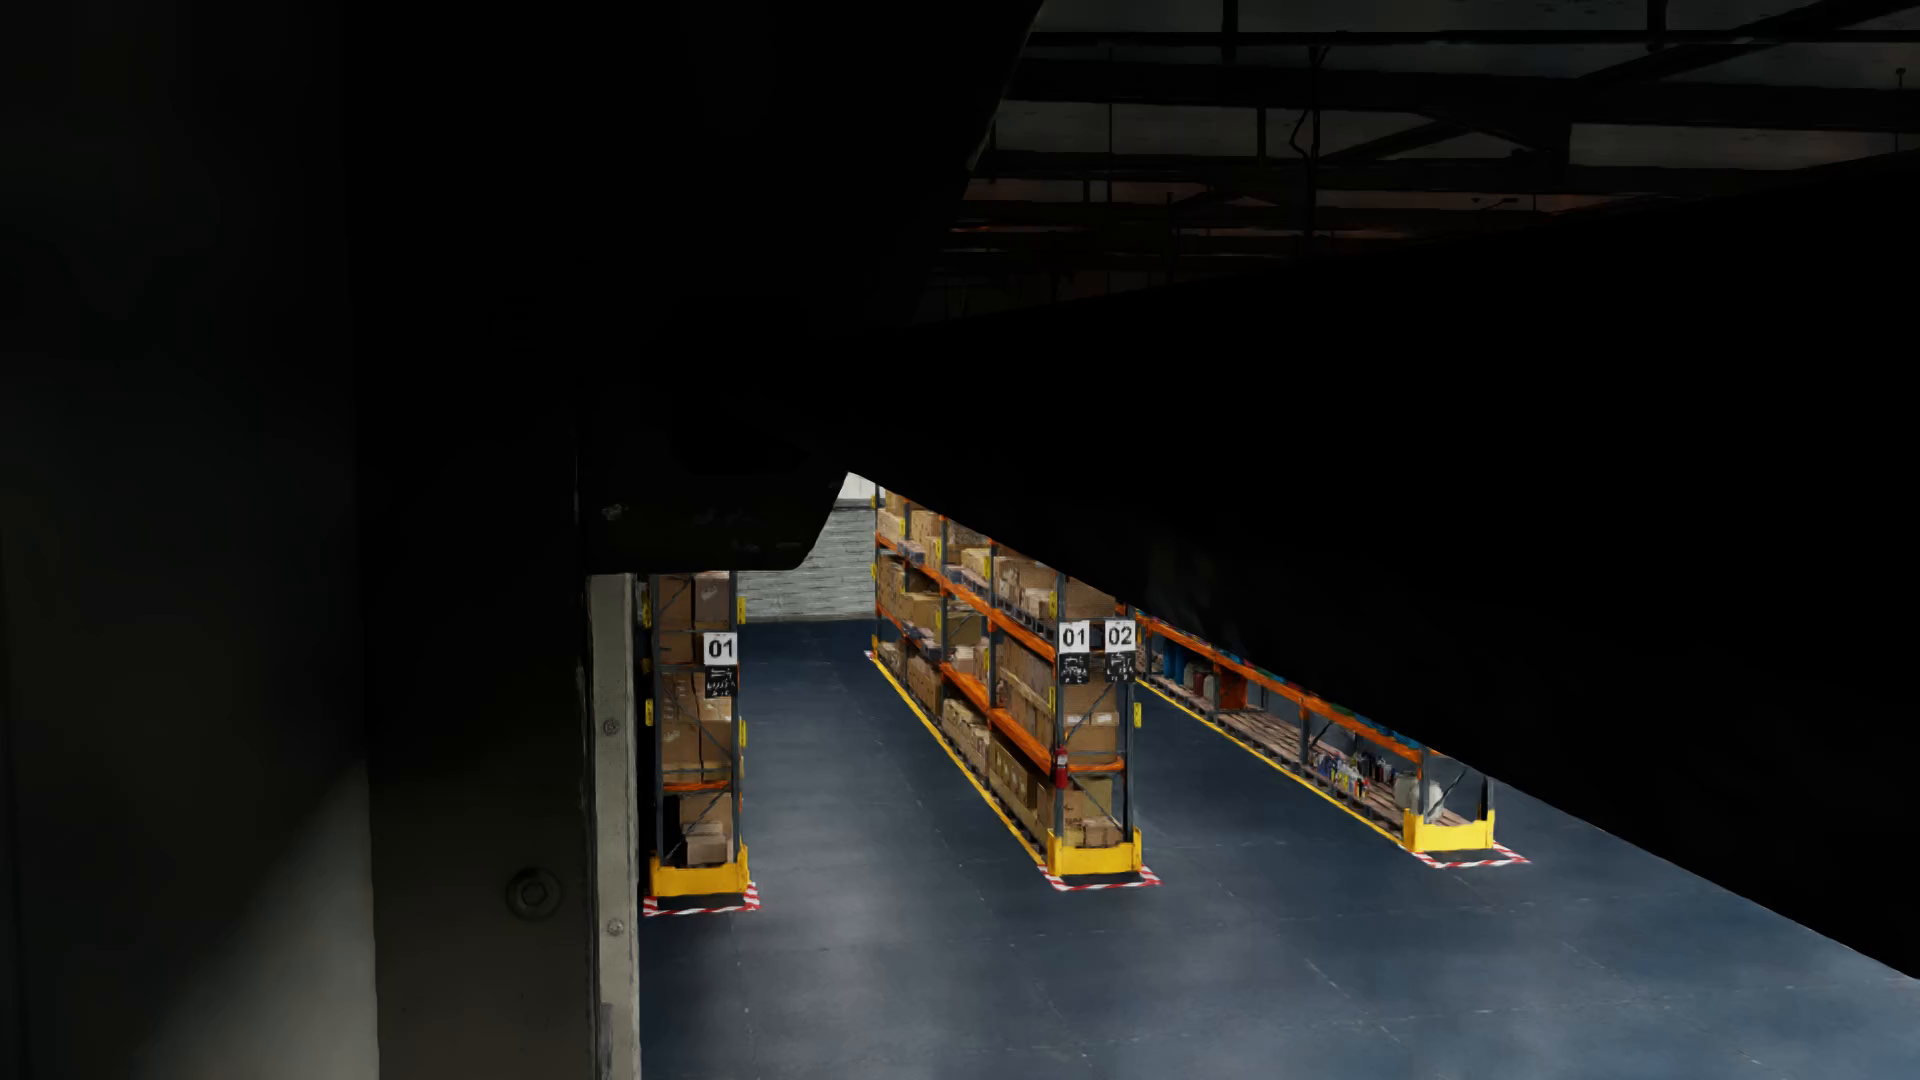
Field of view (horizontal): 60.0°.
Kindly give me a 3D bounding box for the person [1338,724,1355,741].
[{"bbox_3d":[6.735,2.553,28.531,0.540,1.676,1.120,-1,6,-13],"label":"person"}]
